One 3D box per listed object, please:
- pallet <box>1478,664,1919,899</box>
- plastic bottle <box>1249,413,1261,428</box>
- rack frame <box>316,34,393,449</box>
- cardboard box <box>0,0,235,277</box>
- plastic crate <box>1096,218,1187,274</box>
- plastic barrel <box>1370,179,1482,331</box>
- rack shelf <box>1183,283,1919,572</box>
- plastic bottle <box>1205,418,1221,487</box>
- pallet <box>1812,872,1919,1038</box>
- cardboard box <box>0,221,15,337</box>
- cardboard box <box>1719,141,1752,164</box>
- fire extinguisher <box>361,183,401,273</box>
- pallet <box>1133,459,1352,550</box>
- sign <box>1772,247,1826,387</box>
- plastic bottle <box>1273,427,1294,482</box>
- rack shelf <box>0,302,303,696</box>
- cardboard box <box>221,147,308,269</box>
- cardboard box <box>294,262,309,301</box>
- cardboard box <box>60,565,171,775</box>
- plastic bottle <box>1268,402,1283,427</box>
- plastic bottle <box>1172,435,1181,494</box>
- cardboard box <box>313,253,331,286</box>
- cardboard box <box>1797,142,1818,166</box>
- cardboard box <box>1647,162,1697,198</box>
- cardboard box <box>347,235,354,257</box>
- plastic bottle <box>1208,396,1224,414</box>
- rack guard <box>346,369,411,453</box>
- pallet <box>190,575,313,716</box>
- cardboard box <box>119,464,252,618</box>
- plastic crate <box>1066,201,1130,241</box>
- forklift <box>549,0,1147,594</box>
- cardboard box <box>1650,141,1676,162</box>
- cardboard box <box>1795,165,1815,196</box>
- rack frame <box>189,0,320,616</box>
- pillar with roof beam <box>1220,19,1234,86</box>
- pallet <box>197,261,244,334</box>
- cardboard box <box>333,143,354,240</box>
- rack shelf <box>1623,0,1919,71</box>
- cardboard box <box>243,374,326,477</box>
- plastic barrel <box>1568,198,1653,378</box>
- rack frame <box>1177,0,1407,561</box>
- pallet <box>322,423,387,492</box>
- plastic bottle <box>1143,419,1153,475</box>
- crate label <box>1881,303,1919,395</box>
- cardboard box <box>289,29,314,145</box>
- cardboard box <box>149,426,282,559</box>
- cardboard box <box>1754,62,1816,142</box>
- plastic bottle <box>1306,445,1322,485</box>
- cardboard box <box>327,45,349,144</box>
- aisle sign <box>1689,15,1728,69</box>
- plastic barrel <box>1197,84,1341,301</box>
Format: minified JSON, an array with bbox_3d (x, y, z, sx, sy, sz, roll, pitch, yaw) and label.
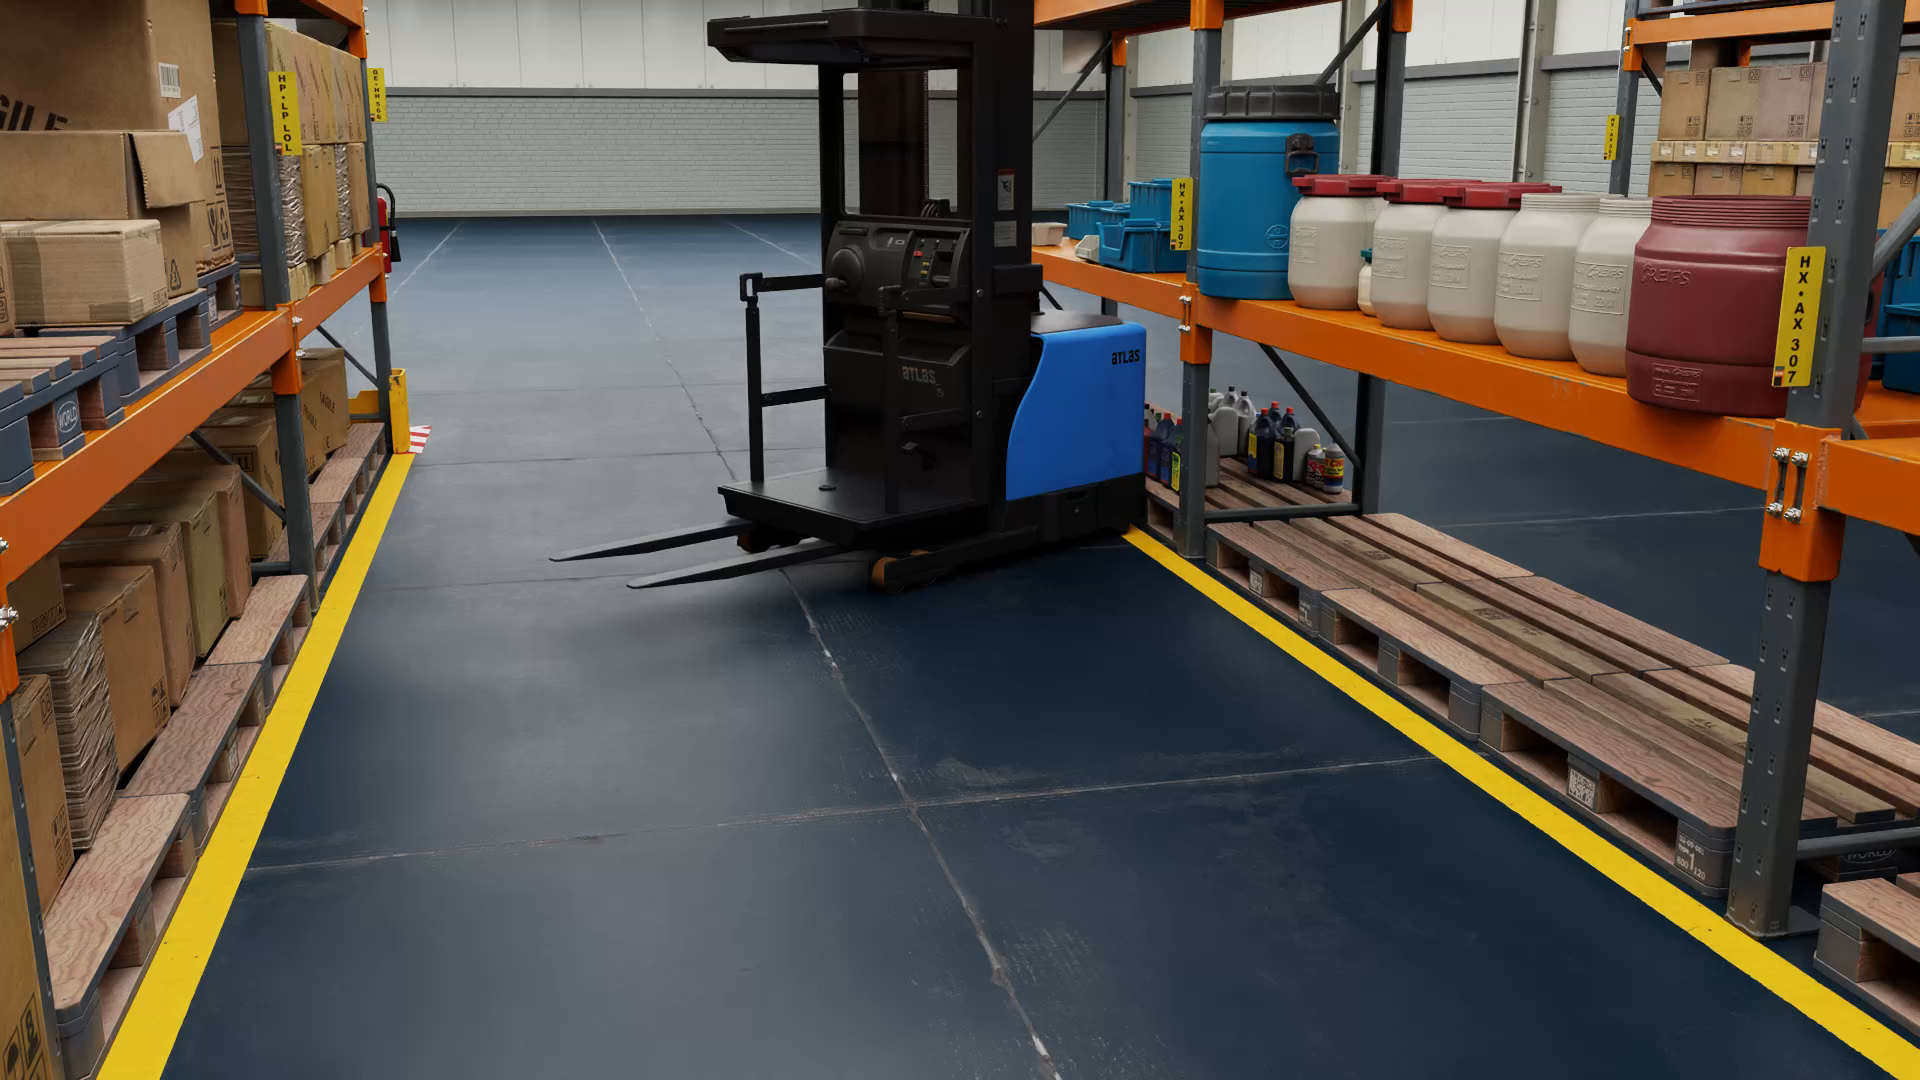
[{"bbox_3d":[2.357,0.698,5.125,1.003,0.211,1.213,-3,14,-13],"label":"pallet"},{"bbox_3d":[1.660,-0.571,9.267,0.097,0.271,0.097,0,14,0],"label":"plastic bottle"},{"bbox_3d":[-4.192,-2.045,10.477,1.000,3.000,0.127,-3,14,-13],"label":"rack frame"},{"bbox_3d":[-3.202,-1.427,5.797,1.000,1.000,1.000,-3,14,-13],"label":"cardboard box"},{"bbox_3d":[1.038,-1.566,8.831,0.499,0.251,0.616,-3,14,-13],"label":"plastic crate"},{"bbox_3d":[1.745,-1.062,6.168,0.433,0.535,0.433,0,14,0],"label":"plastic barrel"},{"bbox_3d":[2.031,-0.587,6.027,1.077,0.370,4.000,-3,14,-13],"label":"rack shelf"},{"bbox_3d":[1.270,-0.466,8.668,0.144,0.351,0.185,-3,14,-13],"label":"plastic bottle"},{"bbox_3d":[2.727,1.059,3.649,1.003,0.211,1.213,-3,14,-13],"label":"pallet"},{"bbox_3d":[-2.707,-0.698,3.867,0.700,0.500,0.500,-1,14,-5],"label":"cardboard box"},{"bbox_3d":[5.500,-2.681,11.502,0.380,0.149,0.250,-4,14,-14],"label":"cardboard box"},{"bbox_3d":[-3.771,-2.060,10.700,0.296,0.674,0.183,-3,14,-13],"label":"fire extinguisher"},{"bbox_3d":[1.444,-0.201,8.805,1.003,0.211,1.213,-3,14,-13],"label":"pallet"},{"bbox_3d":[1.968,-0.523,3.902,0.100,0.325,0.005,-3,14,-13],"label":"sign"},{"bbox_3d":[1.707,-0.457,8.776,0.061,0.283,0.133,-3,14,-13],"label":"plastic bottle"},{"bbox_3d":[-2.783,-0.311,4.897,1.077,0.370,4.000,-3,14,-13],"label":"rack shelf"},{"bbox_3d":[-3.298,-1.423,7.092,0.875,0.500,0.500,-3,14,-13],"label":"cardboard box"},{"bbox_3d":[-3.057,-1.125,7.241,0.380,0.149,0.250,-3,14,-13],"label":"cardboard box"},{"bbox_3d":[-2.773,0.390,4.850,0.700,0.500,0.500,-2,14,-8],"label":"cardboard box"},{"bbox_3d":[1.731,-0.578,9.128,0.144,0.351,0.185,-4,14,-16],"label":"plastic bottle"},{"bbox_3d":[1.128,-0.385,8.479,0.061,0.283,0.133,-3,14,-10],"label":"plastic bottle"},{"bbox_3d":[-3.229,-1.298,7.950,0.380,0.149,0.250,-3,14,-13],"label":"cardboard box"},{"bbox_3d":[5.681,-2.503,10.774,0.380,0.149,0.250,-3,14,-13],"label":"cardboard box"},{"bbox_3d":[5.535,-2.536,12.278,0.700,0.500,0.500,-3,14,-13],"label":"cardboard box"},{"bbox_3d":[-3.714,-1.698,9.585,0.380,0.149,0.250,-3,14,-13],"label":"cardboard box"},{"bbox_3d":[1.545,-0.721,9.869,0.152,0.276,0.135,-4,14,-15],"label":"plastic bottle"},{"bbox_3d":[-4.174,-0.813,10.702,1.175,0.500,0.348,-3,14,-13],"label":"rack guard"},{"bbox_3d":[-3.068,0.412,6.296,1.003,0.211,1.213,-3,14,-13],"label":"pallet"},{"bbox_3d":[-3.129,0.021,6.360,0.700,0.500,0.500,-4,14,-18],"label":"cardboard box"},{"bbox_3d":[1.031,-2.150,11.221,0.499,0.251,0.616,-3,14,-13],"label":"plastic crate"},{"bbox_3d":[-0.453,-1.321,7.658,3.031,2.935,1.130,-13,19,-42],"label":"forklift"},{"bbox_3d":[5.321,-2.857,12.225,0.380,0.149,0.250,-3,14,-14],"label":"cardboard box"},{"bbox_3d":[5.901,-2.179,10.817,0.700,0.500,0.500,-3,14,-11],"label":"cardboard box"},{"bbox_3d":[-3.253,-1.122,6.700,1.000,3.000,0.127,-3,14,-13],"label":"rack frame"},{"bbox_3d":[1.436,-10.971,34.372,9.100,9.000,0.400,-3,14,-13],"label":"pillar with roof beam"},{"bbox_3d":[-3.215,-0.845,5.968,1.003,0.211,1.213,-3,14,-13],"label":"pallet"},{"bbox_3d":[-3.780,-1.883,8.978,0.875,0.500,0.500,-3,14,-13],"label":"cardboard box"},{"bbox_3d":[5.908,-3.243,10.575,1.077,0.370,4.000,-3,14,-13],"label":"rack shelf"},{"bbox_3d":[-3.760,-0.608,8.979,0.500,0.500,0.500,-2,14,-8],"label":"cardboard box"},{"bbox_3d":[2.052,-0.755,4.963,0.421,0.512,0.421,0,14,0],"label":"plastic barrel"},{"bbox_3d":[1.562,-1.398,7.830,1.000,3.000,0.127,-3,14,-13],"label":"rack frame"},{"bbox_3d":[-4.018,-0.483,9.961,1.003,0.211,1.213,-3,14,-13],"label":"pallet"},{"bbox_3d":[1.006,-0.505,8.968,0.061,0.283,0.133,-2,14,-9],"label":"plastic bottle"},{"bbox_3d":[2.766,-0.512,4.556,0.303,0.233,0.416,-3,14,-13],"label":"crate label"},{"bbox_3d":[-3.230,-2.034,7.489,0.500,0.500,0.500,-3,14,-13],"label":"cardboard box"},{"bbox_3d":[-3.308,-0.206,7.334,0.500,0.500,0.500,-4,14,-15],"label":"cardboard box"},{"bbox_3d":[5.796,-2.917,11.103,0.700,0.500,0.500,-3,14,-13],"label":"cardboard box"},{"bbox_3d":[1.865,-0.398,8.703,0.097,0.201,0.097,0,14,0],"label":"plastic bottle"},{"bbox_3d":[-3.585,-2.380,8.905,0.500,0.500,0.500,-3,14,-13],"label":"cardboard box"},{"bbox_3d":[5.708,-3.891,12.554,0.394,0.787,0.004,-3,14,-13],"label":"aisle sign"},{"bbox_3d":[1.358,-1.536,7.337,0.600,0.901,0.708,-3,14,-13],"label":"plastic barrel"}]
